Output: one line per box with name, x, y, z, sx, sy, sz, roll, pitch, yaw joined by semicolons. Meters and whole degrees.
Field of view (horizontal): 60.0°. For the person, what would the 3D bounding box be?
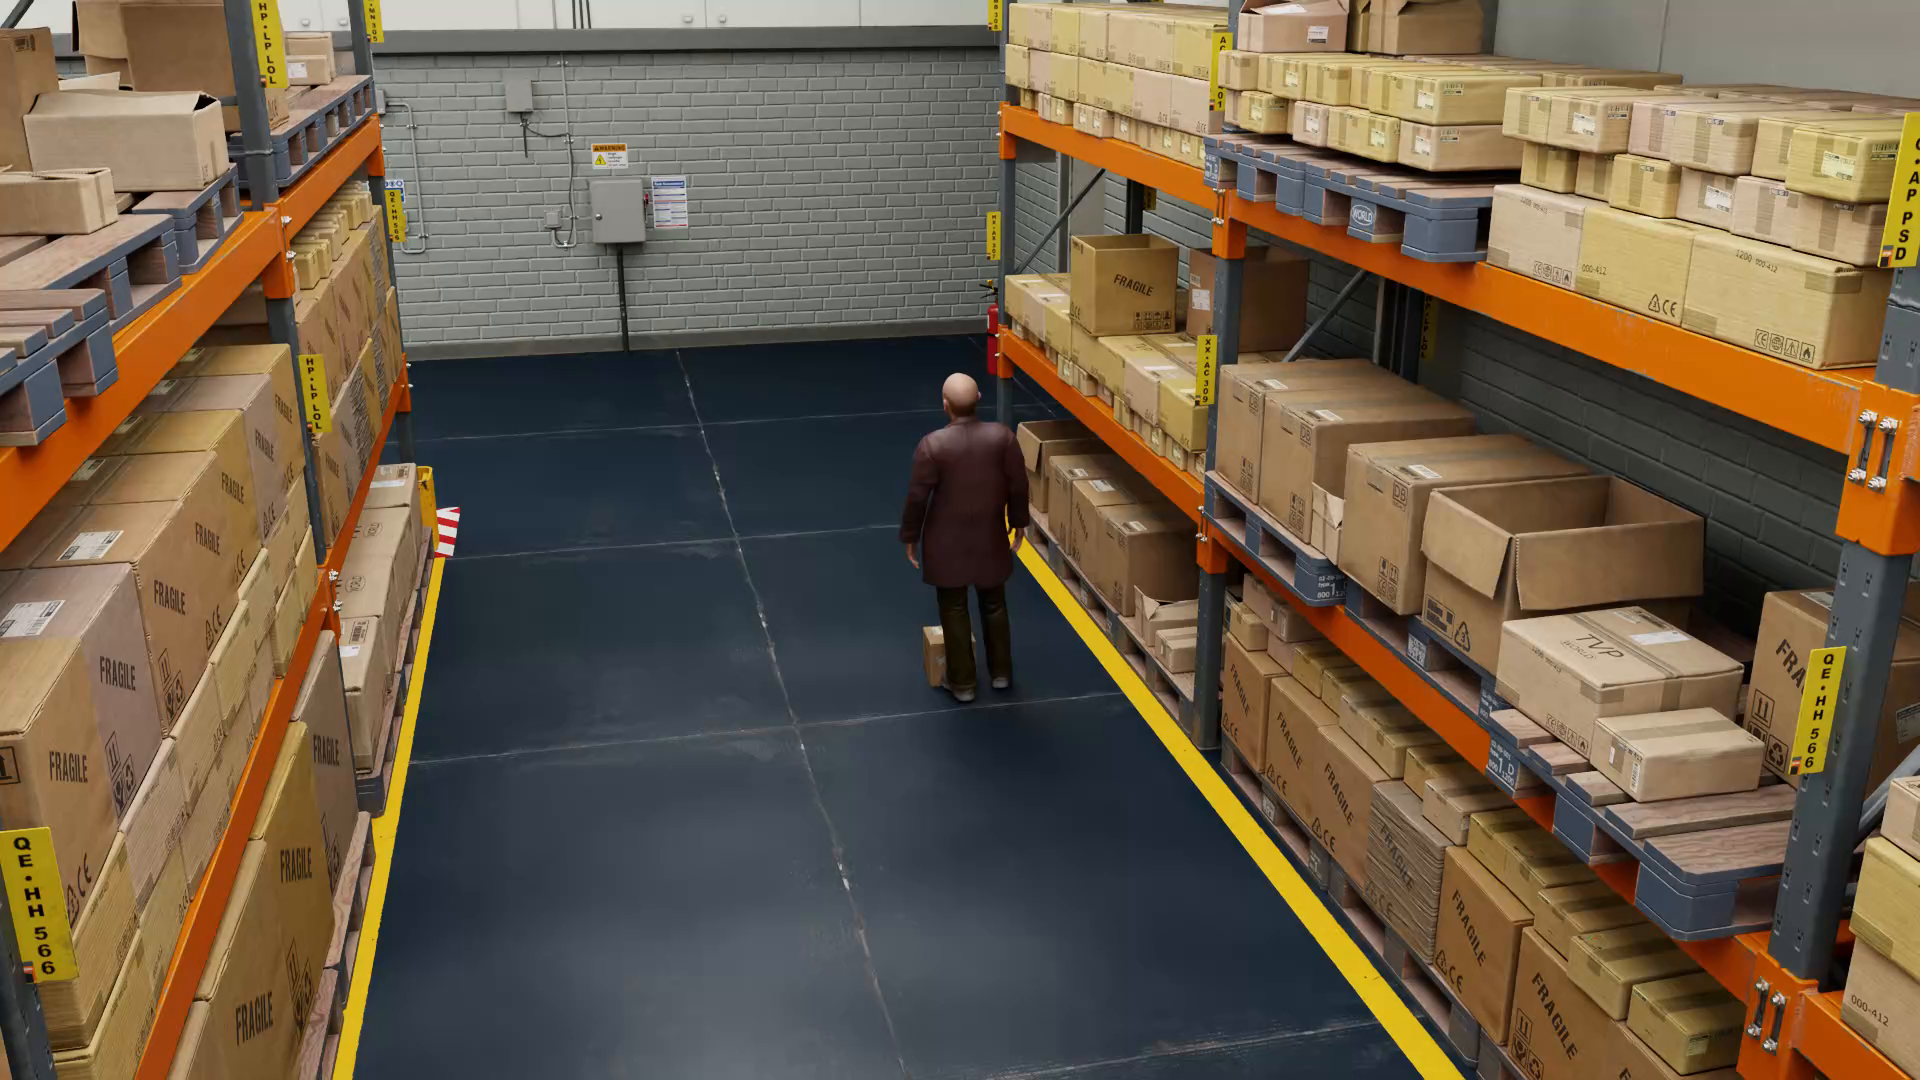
person;0.008;-0.038;8.674;0.694;1.775;0.582;-4;20;-12
